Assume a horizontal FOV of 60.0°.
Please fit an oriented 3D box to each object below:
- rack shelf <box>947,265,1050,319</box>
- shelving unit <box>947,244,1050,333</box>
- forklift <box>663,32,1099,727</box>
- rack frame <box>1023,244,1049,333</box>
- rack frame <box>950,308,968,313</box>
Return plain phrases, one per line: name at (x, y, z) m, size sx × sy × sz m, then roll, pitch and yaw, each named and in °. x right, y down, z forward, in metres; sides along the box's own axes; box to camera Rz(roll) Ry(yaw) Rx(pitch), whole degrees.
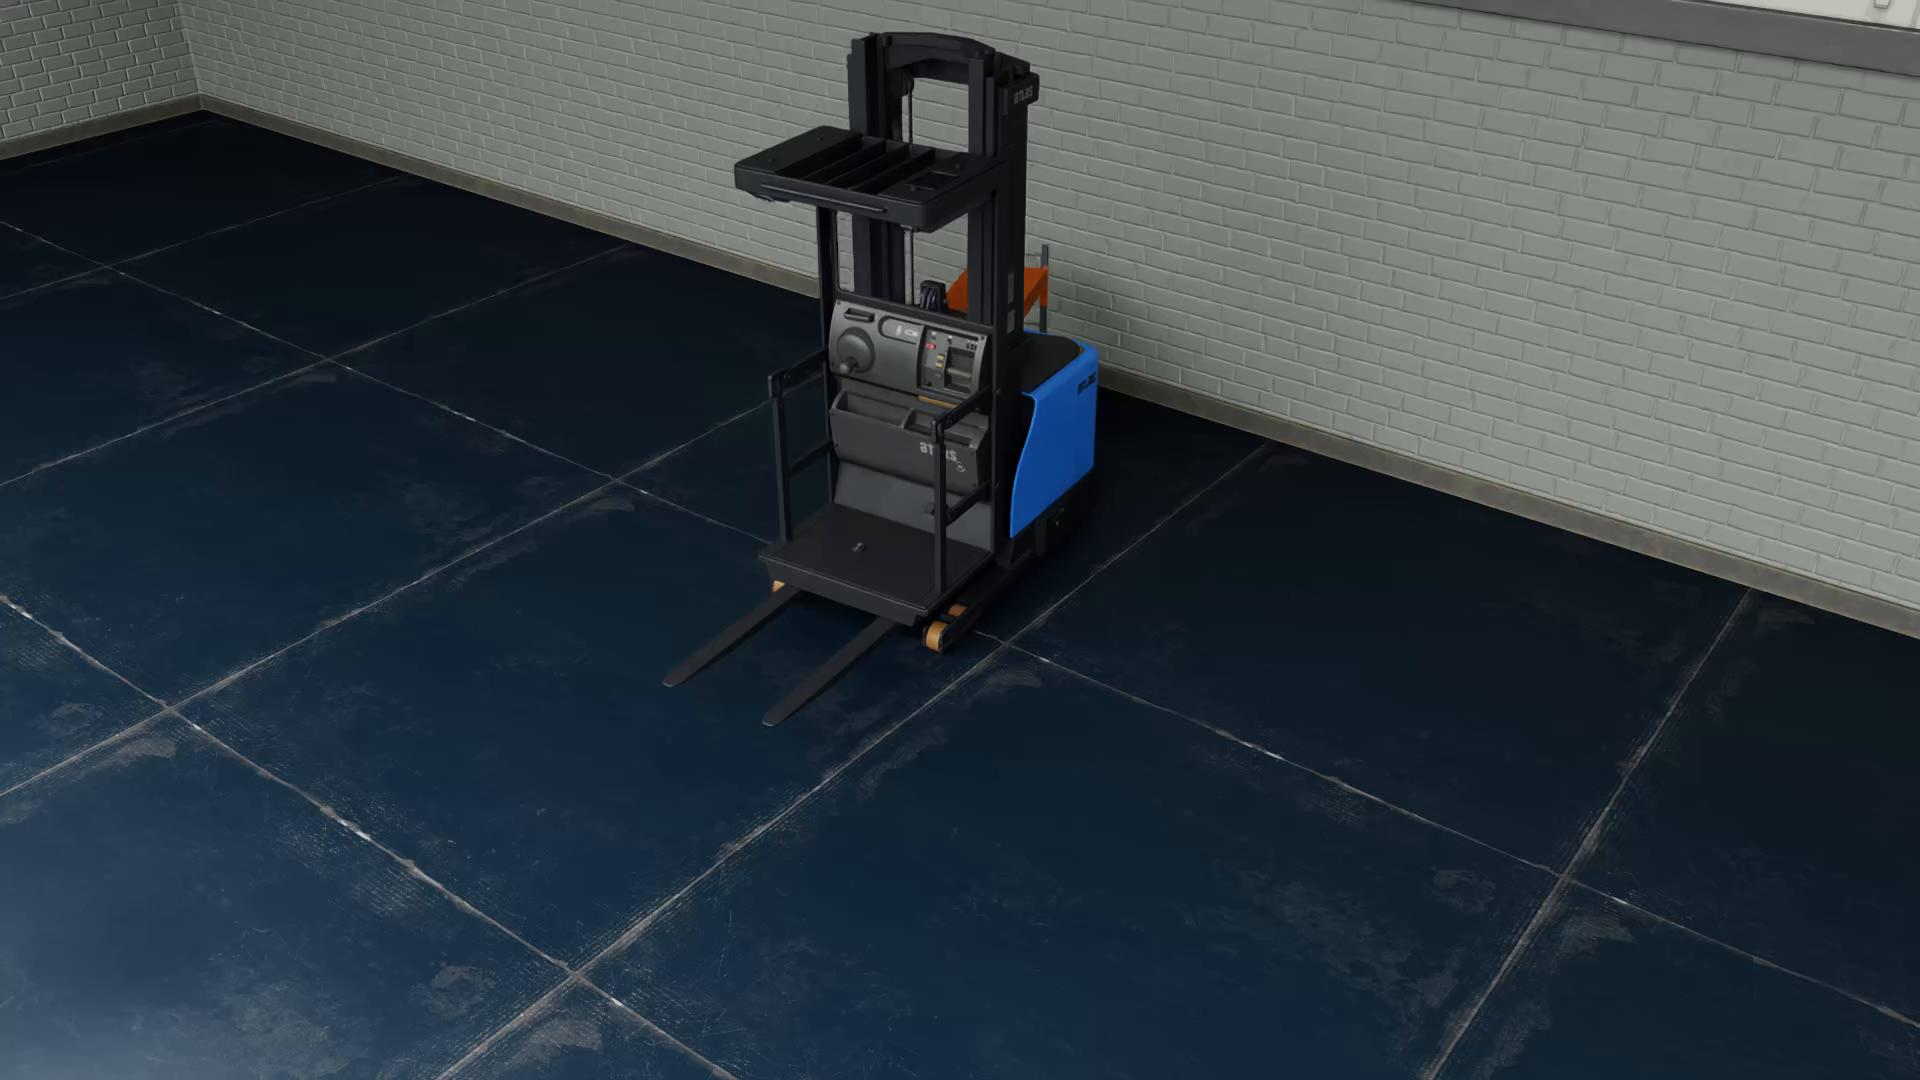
rack shelf at (0.183, -1.460, 10.533) m, size 0.538 × 0.278 × 1.000 m, roll 9°, pitch 32°, yaw 15°
shelving unit at (0.184, -1.209, 10.683) m, size 0.538 × 1.125 × 1.048 m, roll 9°, pitch 32°, yaw 15°
forklift at (-0.384, -0.939, 8.460) m, size 1.130 × 2.935 × 3.031 m, roll 17°, pitch 35°, yaw 27°
rack frame at (0.333, -1.458, 11.101) m, size 0.500 × 1.125 × 0.032 m, roll 9°, pitch 32°, yaw 15°
rack frame at (0.034, -0.960, 10.266) m, size 0.500 × 1.125 × 0.032 m, roll 9°, pitch 32°, yaw 15°
